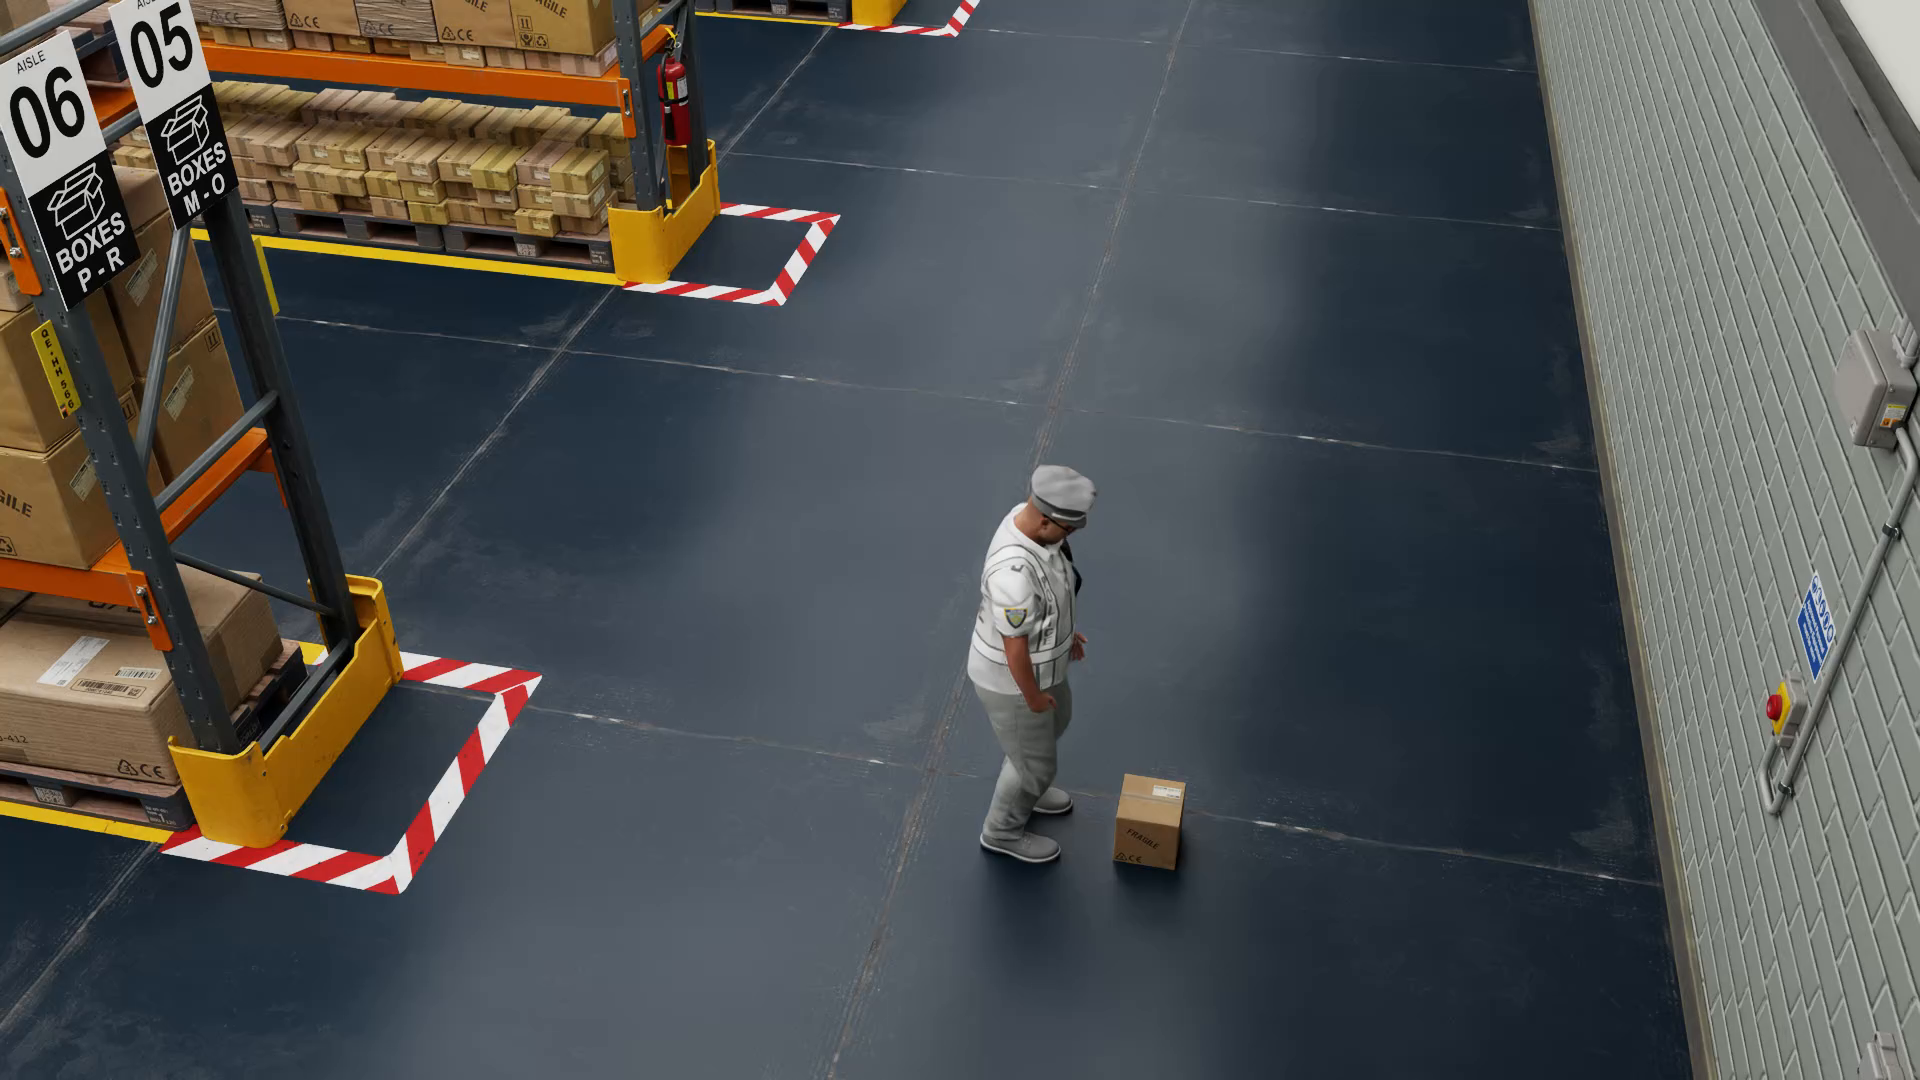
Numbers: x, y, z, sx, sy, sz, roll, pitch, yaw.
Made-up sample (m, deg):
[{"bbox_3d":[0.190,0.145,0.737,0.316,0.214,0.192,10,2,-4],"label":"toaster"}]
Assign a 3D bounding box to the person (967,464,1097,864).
[{"bbox_3d":[0.266,0.465,6.363,0.440,1.722,0.547,8,37,11],"label":"person"}]
